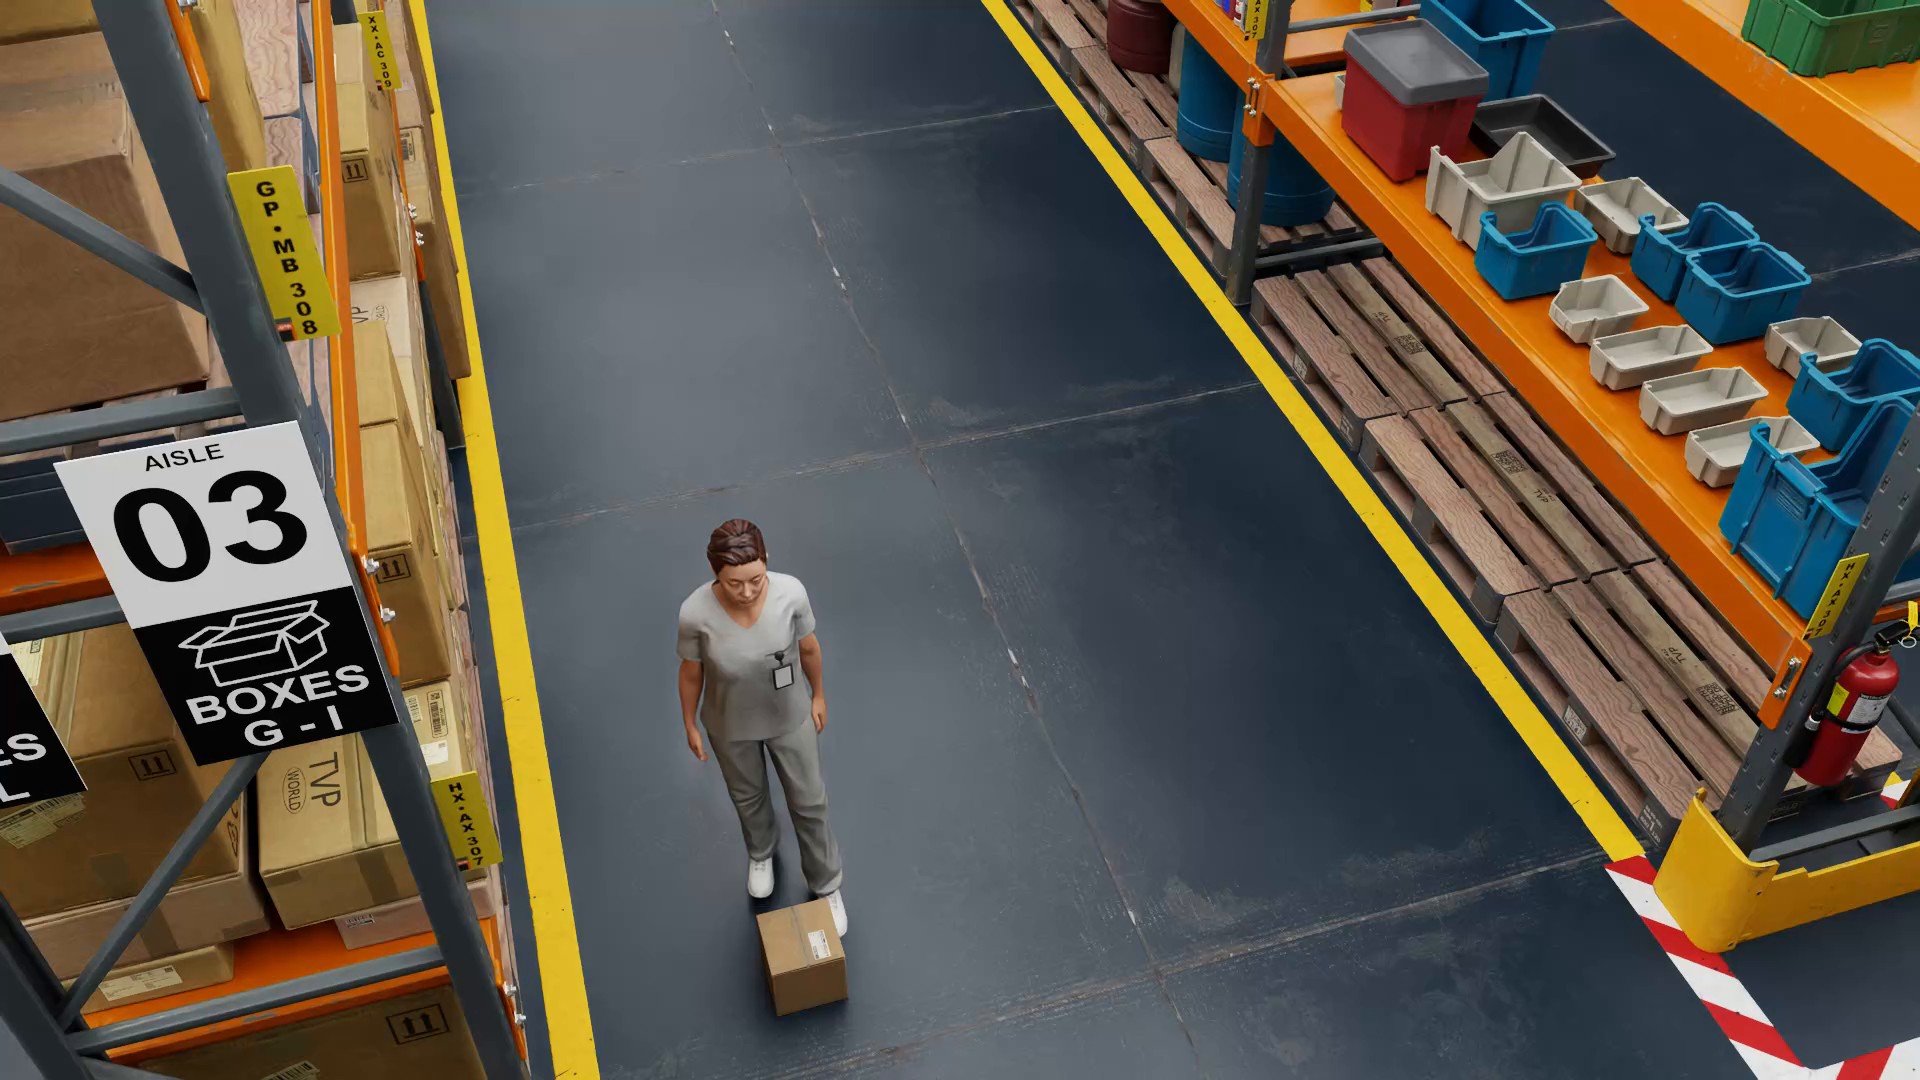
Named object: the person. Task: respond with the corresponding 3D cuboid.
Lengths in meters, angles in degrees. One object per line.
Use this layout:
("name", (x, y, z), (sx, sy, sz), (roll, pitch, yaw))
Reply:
("person", (-0.656, 0.643, 5.454), (0.474, 1.683, 0.528), (-8, 43, -9))
